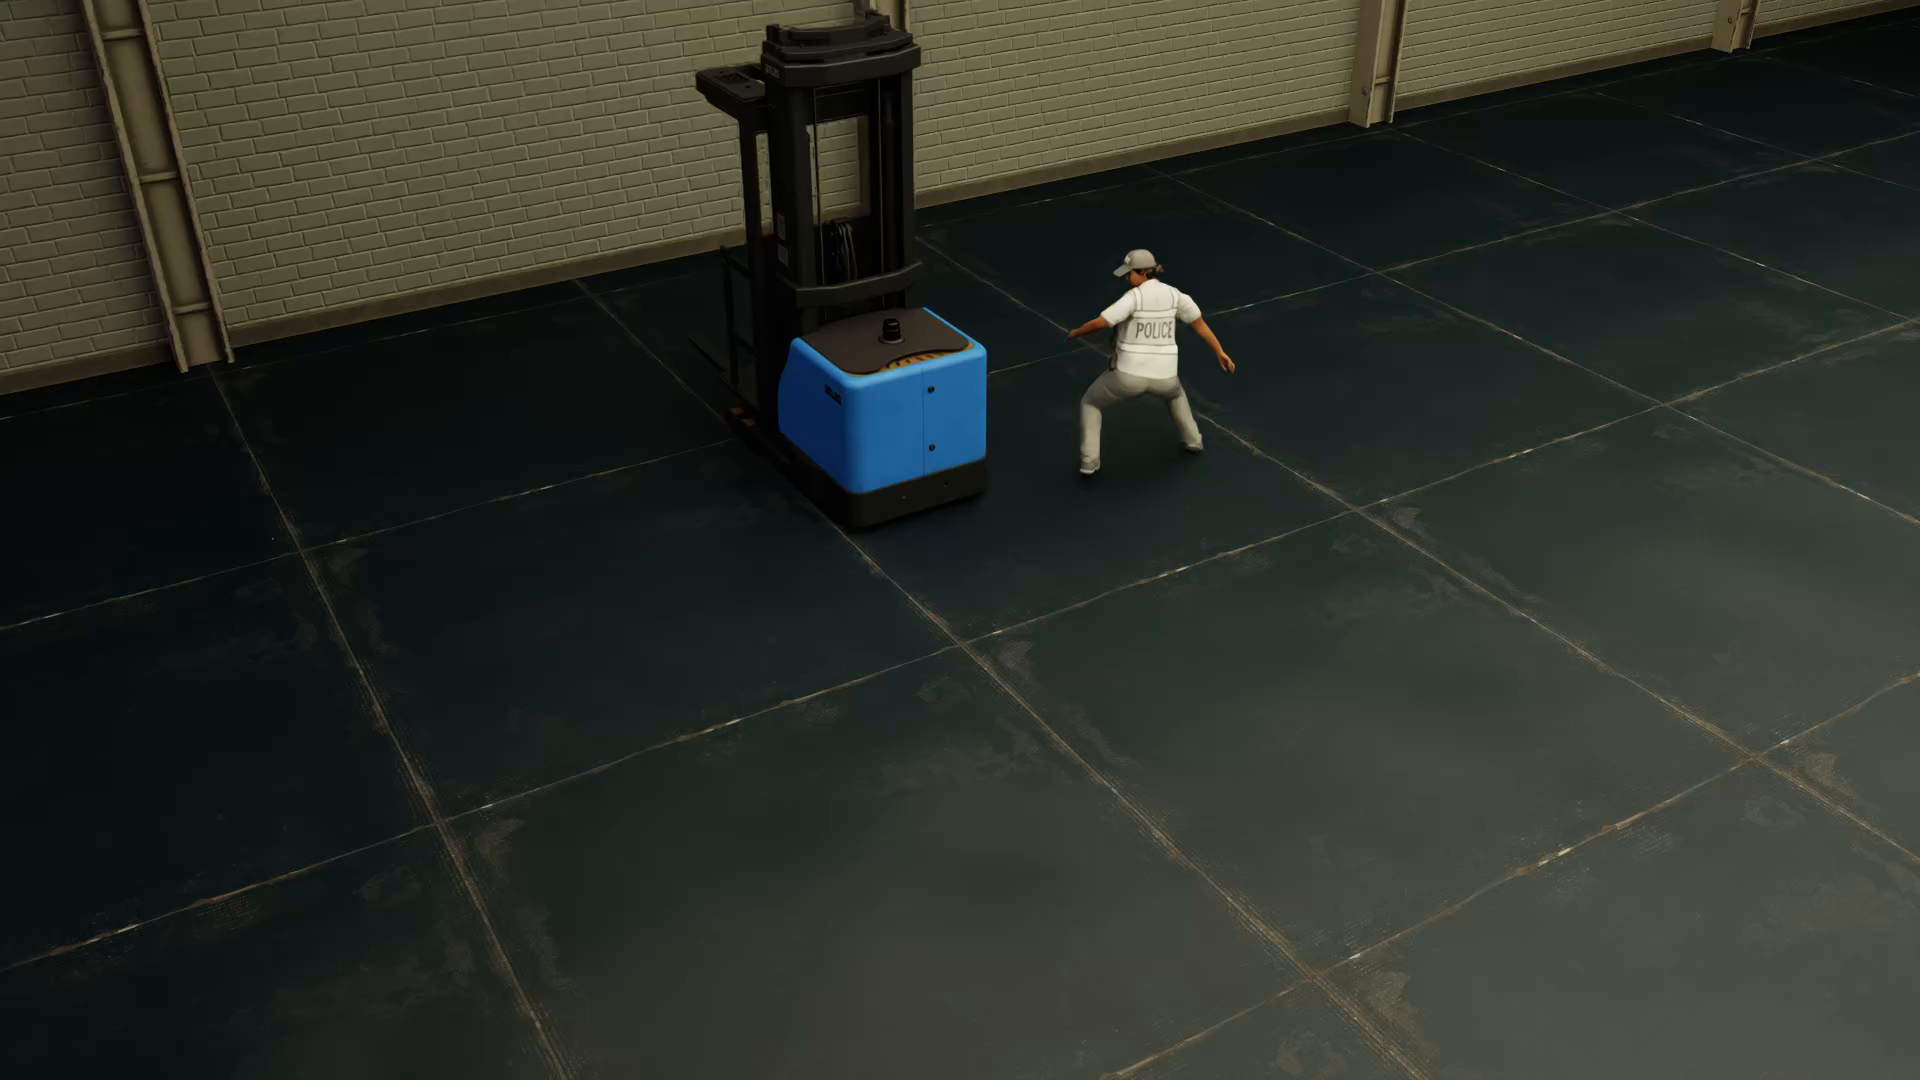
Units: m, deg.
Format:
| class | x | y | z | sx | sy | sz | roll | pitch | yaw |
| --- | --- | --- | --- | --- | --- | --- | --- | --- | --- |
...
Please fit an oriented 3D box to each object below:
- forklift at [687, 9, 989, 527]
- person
| class | x | y | z | sx | sy | sz | roll | pitch | yaw |
| --- | --- | --- | --- | --- | --- | --- | --- | --- | --- |
| forklift | -1.010 | -2.061 | 11.089 | 1.130 | 2.935 | 3.031 | -17 | 35 | -27 |
| person | 1.255 | -1.116 | 11.020 | 1.040 | 1.623 | 0.538 | -7 | 32 | -12 |
